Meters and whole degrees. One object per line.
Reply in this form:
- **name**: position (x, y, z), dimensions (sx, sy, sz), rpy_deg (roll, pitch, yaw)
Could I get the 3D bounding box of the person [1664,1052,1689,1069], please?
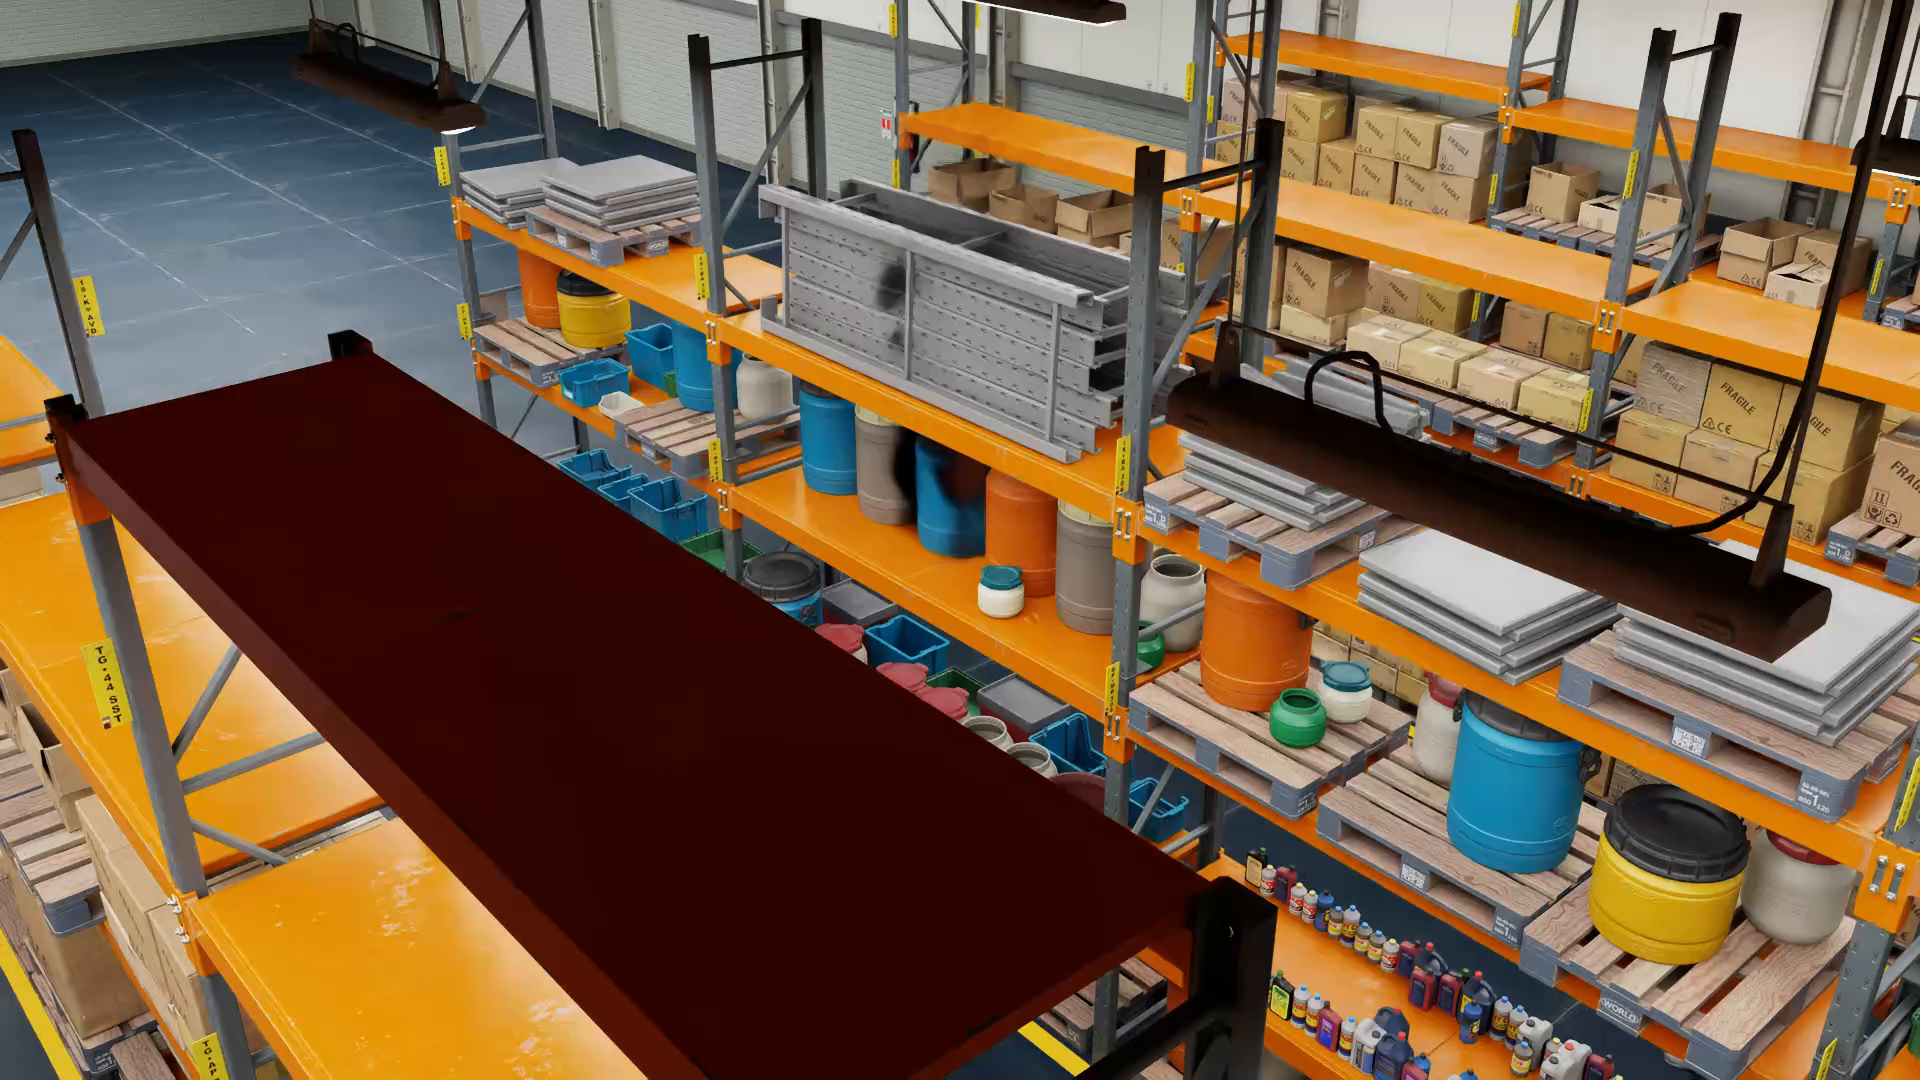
- **person**: position (5.043, 2.702, 10.370), dimensions (0.894, 1.761, 0.654), rpy_deg (18, 32, 32)
